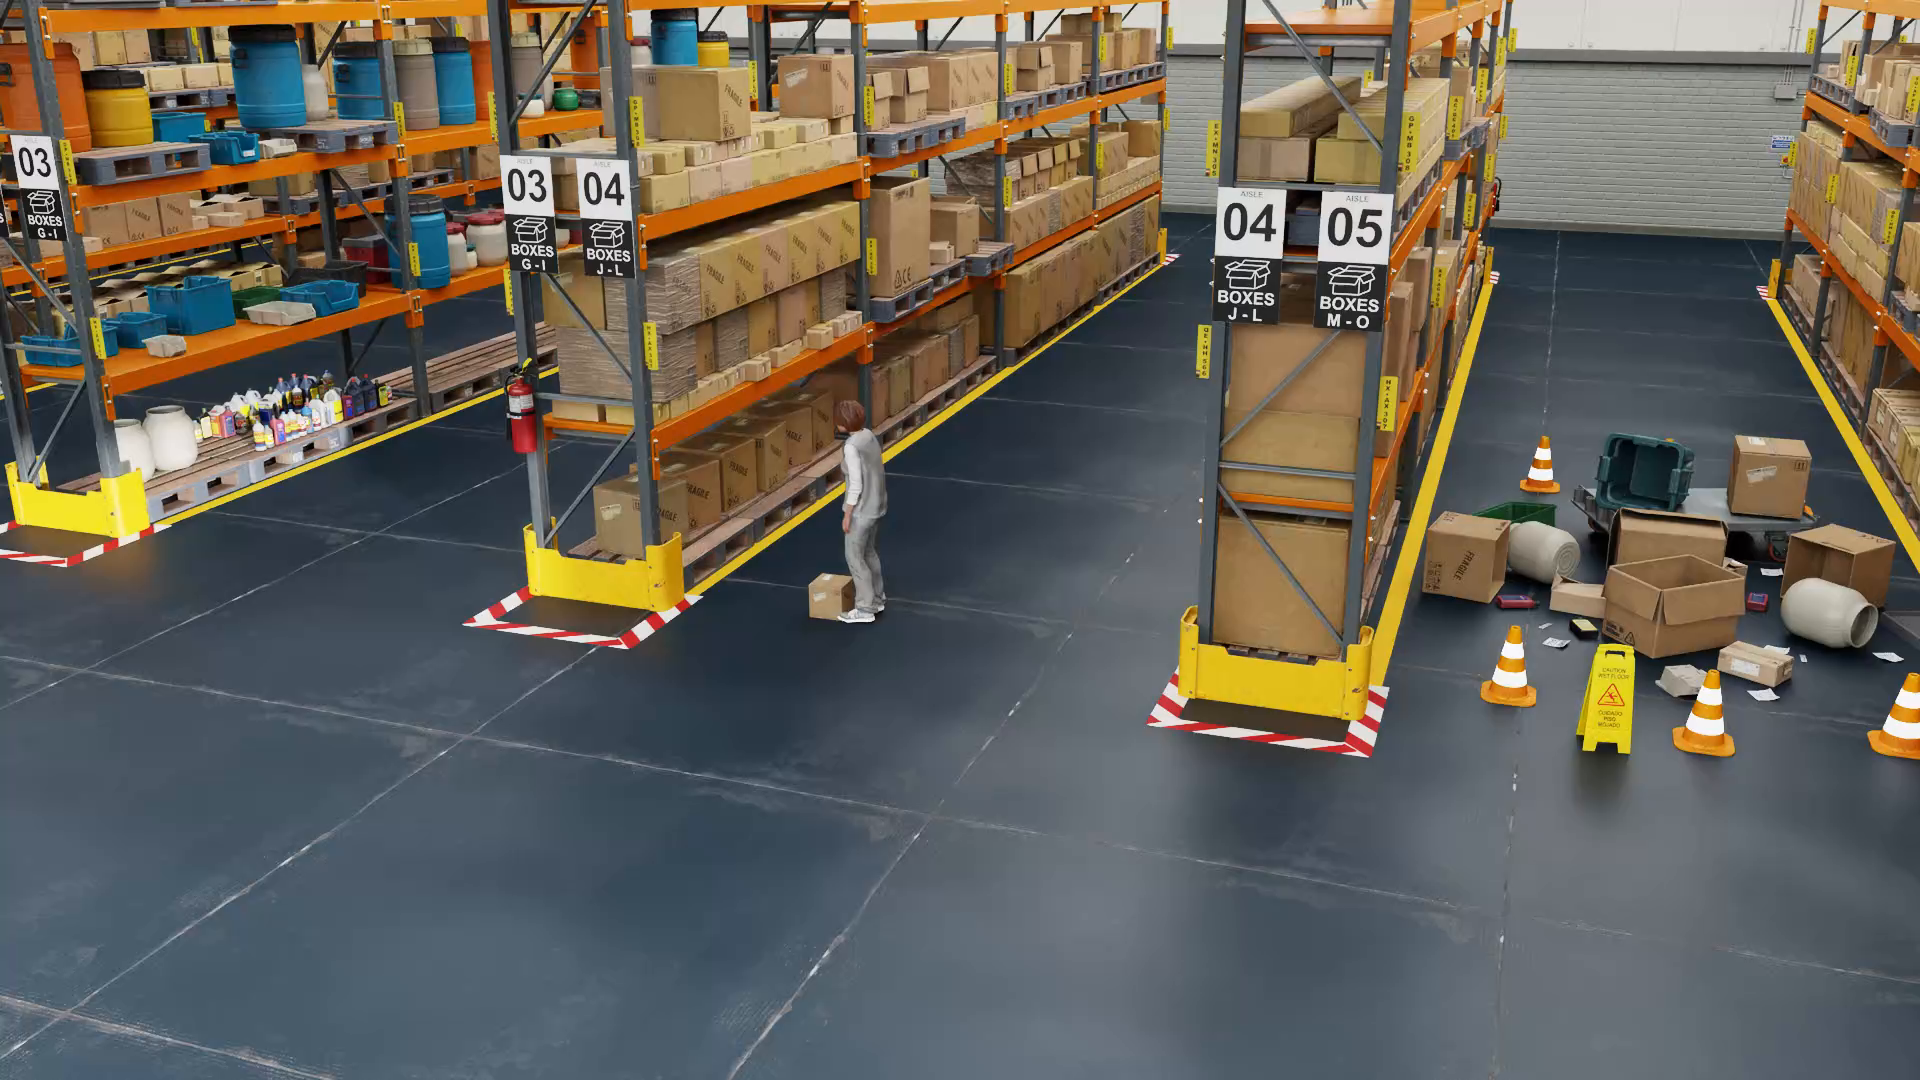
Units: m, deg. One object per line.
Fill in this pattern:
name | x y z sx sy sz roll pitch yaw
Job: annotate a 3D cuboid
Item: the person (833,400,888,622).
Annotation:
person | -0.694 -0.203 11.672 0.350 1.593 0.472 6 20 17
